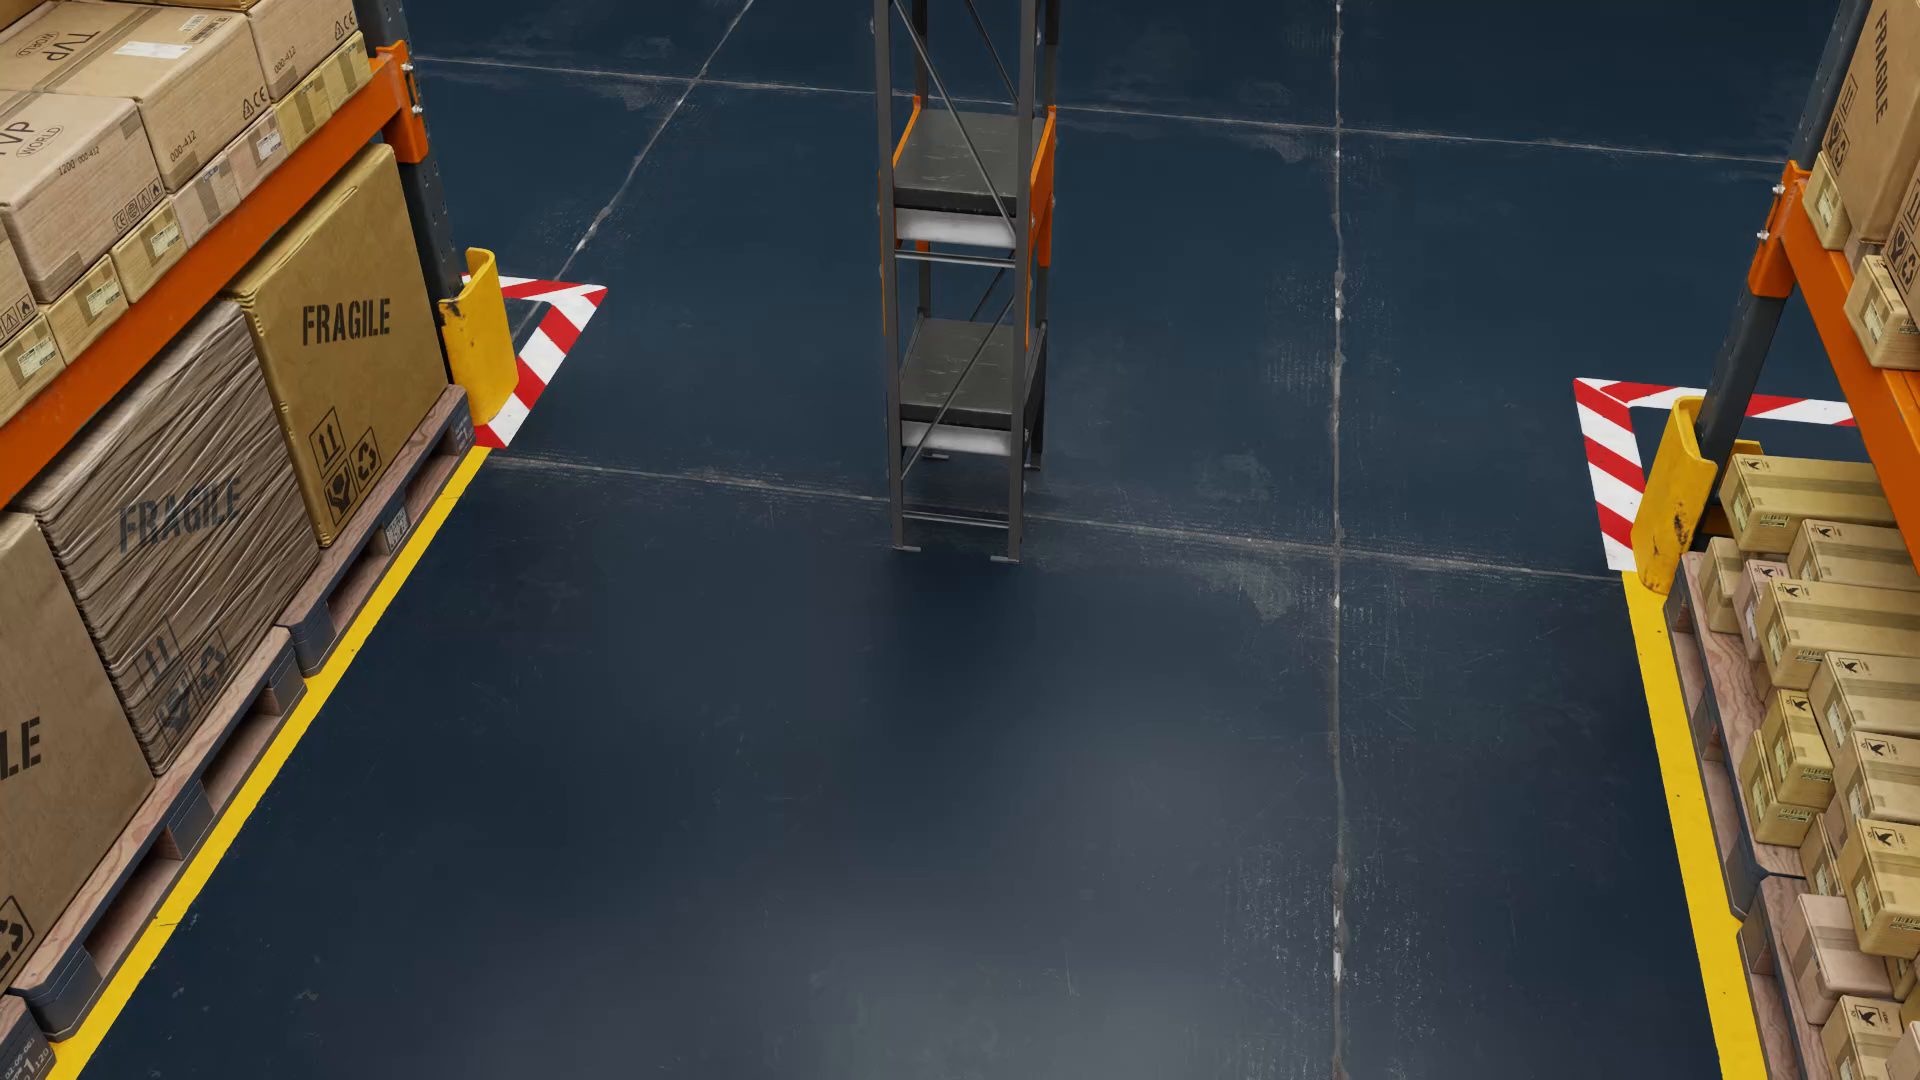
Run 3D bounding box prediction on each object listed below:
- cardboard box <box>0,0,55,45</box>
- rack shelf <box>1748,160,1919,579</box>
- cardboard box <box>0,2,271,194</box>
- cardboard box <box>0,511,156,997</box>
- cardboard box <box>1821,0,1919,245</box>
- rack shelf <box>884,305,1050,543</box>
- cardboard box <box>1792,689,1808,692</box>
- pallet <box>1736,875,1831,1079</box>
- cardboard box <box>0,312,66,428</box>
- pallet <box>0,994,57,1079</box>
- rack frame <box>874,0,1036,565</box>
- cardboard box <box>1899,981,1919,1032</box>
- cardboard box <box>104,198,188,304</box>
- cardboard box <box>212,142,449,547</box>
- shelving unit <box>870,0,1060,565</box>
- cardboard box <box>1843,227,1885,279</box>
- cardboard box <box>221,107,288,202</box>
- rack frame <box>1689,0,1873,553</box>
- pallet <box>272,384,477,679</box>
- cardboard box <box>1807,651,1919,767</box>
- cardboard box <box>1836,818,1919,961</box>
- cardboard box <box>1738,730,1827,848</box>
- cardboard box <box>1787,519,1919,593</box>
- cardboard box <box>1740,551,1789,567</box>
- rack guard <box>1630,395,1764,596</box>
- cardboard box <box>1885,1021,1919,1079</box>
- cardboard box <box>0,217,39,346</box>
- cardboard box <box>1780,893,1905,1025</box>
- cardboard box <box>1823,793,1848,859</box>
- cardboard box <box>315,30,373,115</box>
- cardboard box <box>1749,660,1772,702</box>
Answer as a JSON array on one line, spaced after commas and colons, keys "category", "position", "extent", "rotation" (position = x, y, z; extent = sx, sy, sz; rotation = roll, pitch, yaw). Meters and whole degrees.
[{"category": "cardboard box", "position": [-2.606, -1.155, 4.177], "extent": [0.500, 0.250, 0.500], "rotation": [6, 40, 7]}, {"category": "rack shelf", "position": [2.348, 0.446, 2.921], "extent": [1.077, 0.370, 4.000], "rotation": [6, 40, 8]}, {"category": "cardboard box", "position": [-2.084, -1.102, 4.113], "extent": [0.500, 0.250, 0.500], "rotation": [6, 40, 7]}, {"category": "cardboard box", "position": [-2.517, 0.501, 3.628], "extent": [0.875, 0.875, 0.875], "rotation": [6, 40, 8]}, {"category": "cardboard box", "position": [2.345, -0.988, 3.779], "extent": [0.500, 0.500, 0.500], "rotation": [8, 40, 10]}, {"category": "rack shelf", "position": [0.029, -0.363, 5.161], "extent": [0.431, 0.518, 0.480], "rotation": [6, 40, 8]}, {"category": "cardboard box", "position": [2.293, 0.365, 4.128], "extent": [0.380, 0.149, 0.250], "rotation": [7, 40, 8]}, {"category": "pallet", "position": [2.292, 1.305, 3.505], "extent": [1.003, 0.211, 1.213], "rotation": [6, 40, 8]}, {"category": "cardboard box", "position": [-2.175, -0.381, 3.554], "extent": [0.380, 0.149, 0.250], "rotation": [7, 40, 9]}, {"category": "pallet", "position": [-2.657, 1.420, 3.367], "extent": [1.003, 0.211, 1.213], "rotation": [6, 40, 8]}, {"category": "rack frame", "position": [-0.014, -0.760, 4.521], "extent": [0.400, 2.100, 0.015], "rotation": [6, 40, 8]}, {"category": "cardboard box", "position": [2.126, 1.035, 3.319], "extent": [0.380, 0.149, 0.250], "rotation": [8, 40, 10]}, {"category": "cardboard box", "position": [-2.086, -0.699, 3.938], "extent": [0.380, 0.149, 0.250], "rotation": [6, 40, 7]}, {"category": "cardboard box", "position": [-2.205, -0.629, 4.995], "extent": [0.875, 0.875, 0.875], "rotation": [6, 40, 8]}, {"category": "shelving unit", "position": [0.029, -0.913, 4.707], "extent": [0.431, 2.100, 0.503], "rotation": [6, 40, 8]}, {"category": "cardboard box", "position": [2.312, -0.658, 3.889], "extent": [0.380, 0.149, 0.250], "rotation": [8, 40, 9]}, {"category": "cardboard box", "position": [-1.999, -1.018, 4.325], "extent": [0.380, 0.149, 0.250], "rotation": [6, 40, 8]}, {"category": "rack frame", "position": [2.694, -1.086, 4.210], "extent": [1.000, 3.000, 0.127], "rotation": [6, 40, 8]}, {"category": "pallet", "position": [-2.235, -0.111, 5.219], "extent": [1.003, 0.211, 1.213], "rotation": [6, 40, 8]}, {"category": "cardboard box", "position": [2.209, 0.408, 3.844], "extent": [0.380, 0.149, 0.250], "rotation": [5, 40, 5]}, {"category": "cardboard box", "position": [2.061, 0.741, 3.441], "extent": [0.380, 0.149, 0.250], "rotation": [7, 40, 8]}, {"category": "cardboard box", "position": [2.135, 0.622, 4.051], "extent": [0.380, 0.149, 0.250], "rotation": [7, 40, 8]}, {"category": "cardboard box", "position": [2.340, 0.099, 4.217], "extent": [0.380, 0.149, 0.250], "rotation": [7, 40, 8]}, {"category": "cardboard box", "position": [2.351, 0.036, 4.526], "extent": [0.380, 0.149, 0.250], "rotation": [8, 40, 10]}, {"category": "rack guard", "position": [2.681, -0.075, 4.949], "extent": [1.175, 0.500, 0.348], "rotation": [6, 40, 8]}, {"category": "cardboard box", "position": [1.961, 1.053, 3.063], "extent": [0.380, 0.149, 0.250], "rotation": [5, 40, 6]}, {"category": "cardboard box", "position": [-2.258, -0.455, 3.331], "extent": [0.500, 0.250, 0.500], "rotation": [6, 40, 8]}, {"category": "cardboard box", "position": [2.056, 0.940, 3.667], "extent": [0.380, 0.149, 0.250], "rotation": [5, 40, 6]}, {"category": "cardboard box", "position": [2.189, 0.692, 3.734], "extent": [0.380, 0.149, 0.250], "rotation": [5, 40, 6]}, {"category": "cardboard box", "position": [-1.911, -1.340, 4.714], "extent": [0.380, 0.149, 0.250], "rotation": [7, 40, 9]}, {"category": "cardboard box", "position": [2.324, 0.317, 4.420], "extent": [0.380, 0.149, 0.250], "rotation": [6, 40, 7]}]
